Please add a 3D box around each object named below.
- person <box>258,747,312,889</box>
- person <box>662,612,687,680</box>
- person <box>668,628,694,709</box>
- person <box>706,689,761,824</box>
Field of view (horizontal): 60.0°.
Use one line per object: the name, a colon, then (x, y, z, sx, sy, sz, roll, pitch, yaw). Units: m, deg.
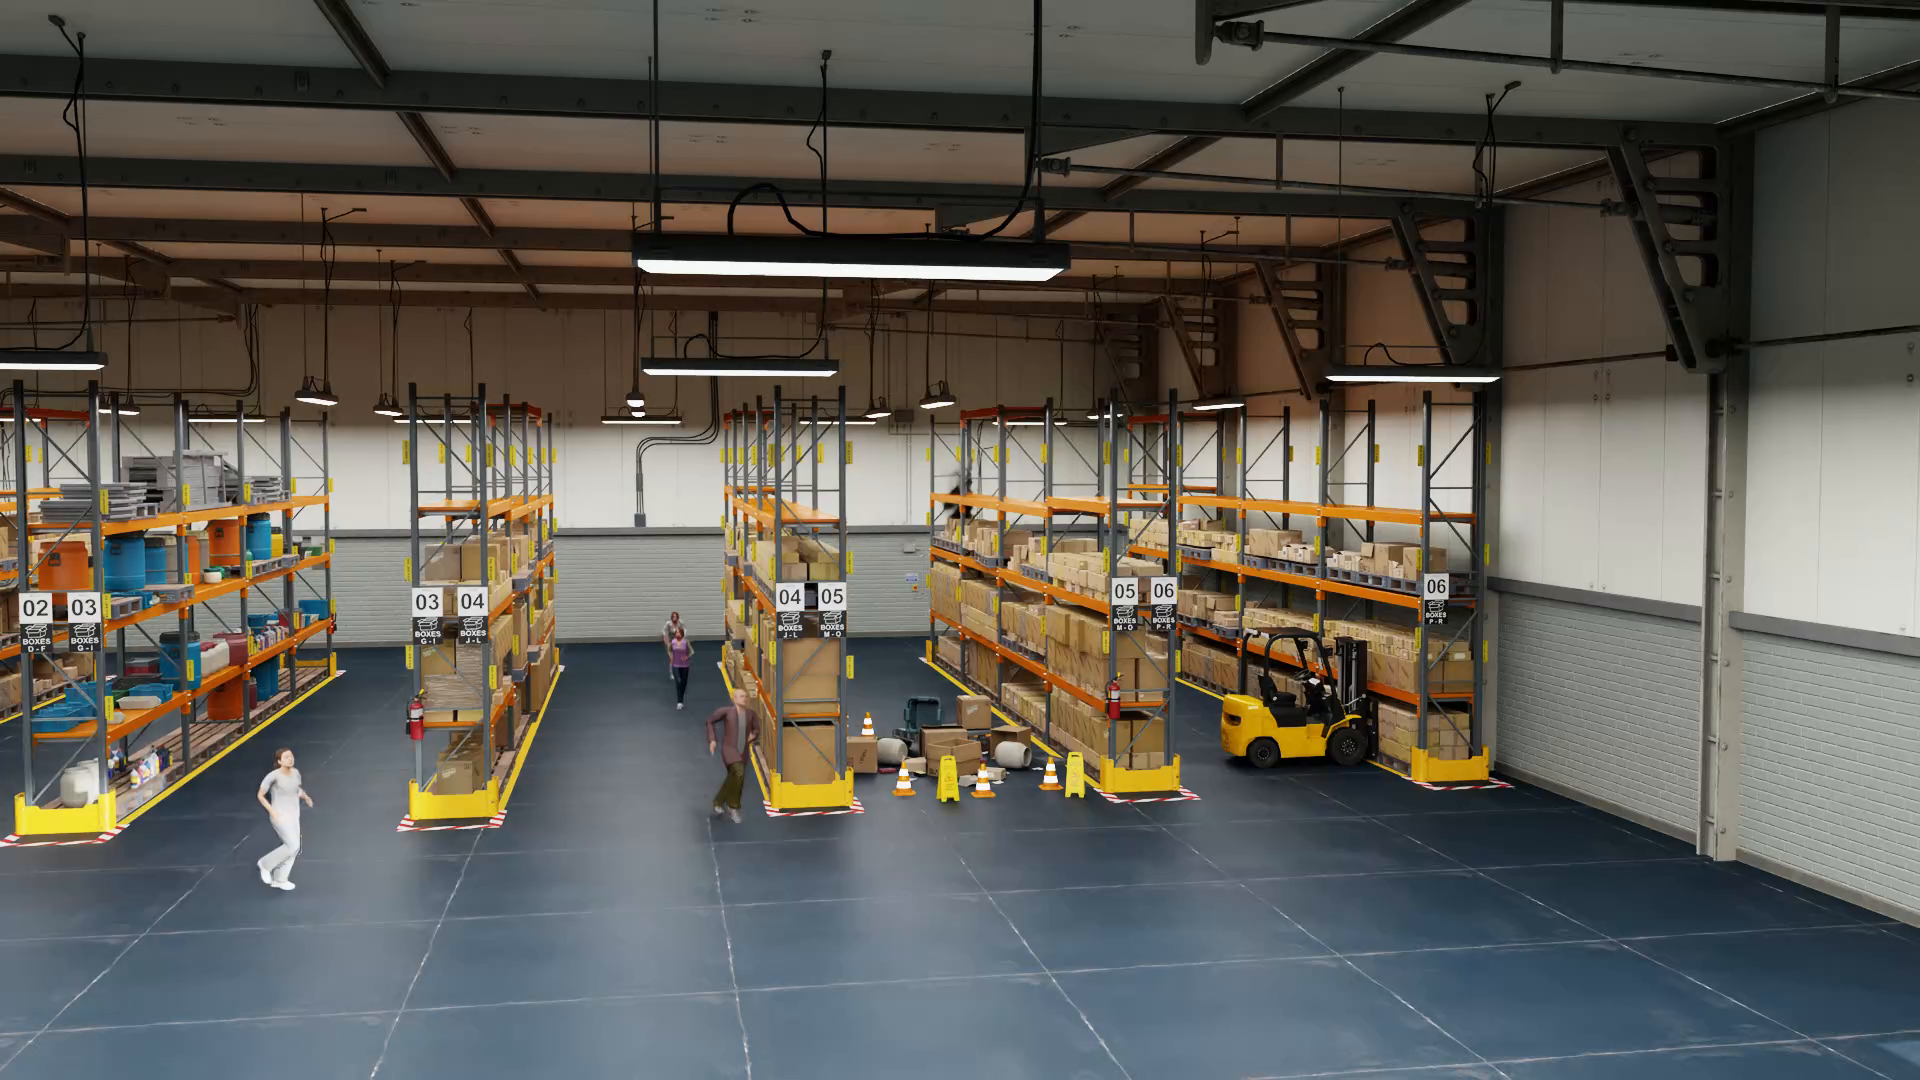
person: (-7.790, 3.213, 19.244, 0.582, 1.637, 0.555, 1, 3, 22)
person: (-6.441, 2.363, 37.463, 0.536, 1.542, 0.776, -1, 3, -18)
person: (-5.564, 2.543, 33.165, 0.532, 1.584, 0.756, 0, 3, -5)
person: (-3.071, 2.956, 22.978, 0.690, 1.763, 0.823, -2, 4, -40)
